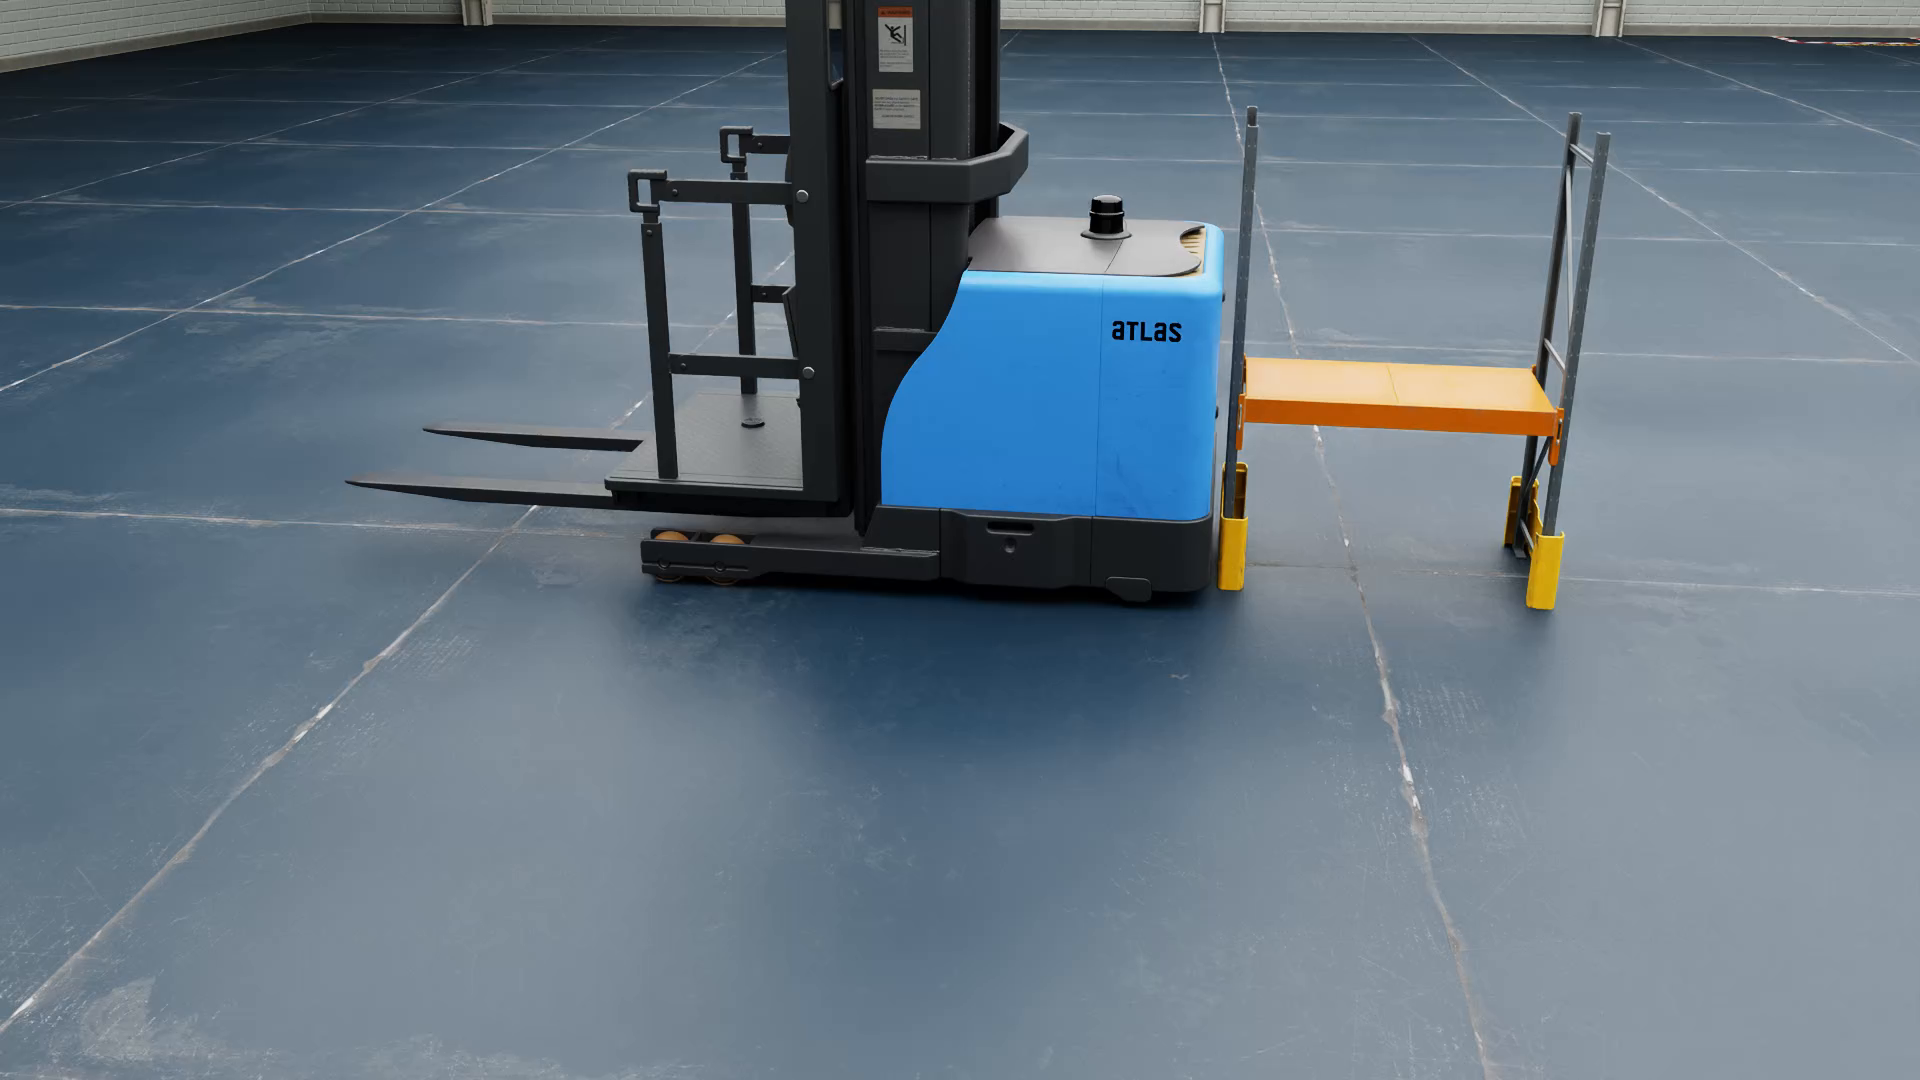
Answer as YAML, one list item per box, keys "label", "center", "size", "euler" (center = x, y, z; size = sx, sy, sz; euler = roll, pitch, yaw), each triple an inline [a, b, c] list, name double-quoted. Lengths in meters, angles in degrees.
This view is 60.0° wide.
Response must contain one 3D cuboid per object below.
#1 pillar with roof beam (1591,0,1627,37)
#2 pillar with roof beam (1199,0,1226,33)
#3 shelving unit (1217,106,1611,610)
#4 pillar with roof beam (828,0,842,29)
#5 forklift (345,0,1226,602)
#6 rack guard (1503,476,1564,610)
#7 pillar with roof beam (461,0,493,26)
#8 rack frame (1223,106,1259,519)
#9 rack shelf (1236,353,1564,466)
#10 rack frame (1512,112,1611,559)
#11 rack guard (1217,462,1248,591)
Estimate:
- label: "pillar with roof beam"
  center: [9.410, -10.353, 19.887]
  size: [0.400, 9.000, 9.100]
  euler: [2, 22, 6]
- label: "pillar with roof beam"
  center: [3.452, -10.613, 20.544]
  size: [0.400, 9.000, 9.100]
  euler: [2, 22, 6]
- label: "shelving unit"
  center: [1.434, -0.609, 5.440]
  size: [1.083, 1.500, 0.587]
  euler: [3, 22, 8]
- label: "pillar with roof beam"
  center: [-2.507, -10.872, 21.201]
  size: [0.400, 9.000, 9.100]
  euler: [2, 22, 6]
- label: "forklift"
  center: [-0.623, -1.399, 5.491]
  size: [3.031, 2.935, 1.130]
  euler: [3, 22, 8]
- label: "rack guard"
  center: [1.926, 0.001, 5.598]
  size: [0.087, 0.250, 0.587]
  euler: [3, 22, 8]
- label: "pillar with roof beam"
  center: [-8.465, -11.132, 21.857]
  size: [0.400, 9.000, 9.100]
  euler: [2, 22, 6]
- label: "rack frame"
  center: [0.923, -0.639, 5.515]
  size: [0.032, 1.500, 0.500]
  euler: [3, 22, 8]
- label: "rack shelf"
  center: [1.425, -0.442, 5.508]
  size: [1.000, 0.185, 0.538]
  euler: [3, 22, 8]
- label: "rack frame"
  center: [1.927, -0.580, 5.368]
  size: [0.032, 1.500, 0.500]
  euler: [3, 22, 8]
- label: "rack guard"
  center: [0.942, -0.056, 5.742]
  size: [0.087, 0.250, 0.587]
  euler: [3, 22, 8]
